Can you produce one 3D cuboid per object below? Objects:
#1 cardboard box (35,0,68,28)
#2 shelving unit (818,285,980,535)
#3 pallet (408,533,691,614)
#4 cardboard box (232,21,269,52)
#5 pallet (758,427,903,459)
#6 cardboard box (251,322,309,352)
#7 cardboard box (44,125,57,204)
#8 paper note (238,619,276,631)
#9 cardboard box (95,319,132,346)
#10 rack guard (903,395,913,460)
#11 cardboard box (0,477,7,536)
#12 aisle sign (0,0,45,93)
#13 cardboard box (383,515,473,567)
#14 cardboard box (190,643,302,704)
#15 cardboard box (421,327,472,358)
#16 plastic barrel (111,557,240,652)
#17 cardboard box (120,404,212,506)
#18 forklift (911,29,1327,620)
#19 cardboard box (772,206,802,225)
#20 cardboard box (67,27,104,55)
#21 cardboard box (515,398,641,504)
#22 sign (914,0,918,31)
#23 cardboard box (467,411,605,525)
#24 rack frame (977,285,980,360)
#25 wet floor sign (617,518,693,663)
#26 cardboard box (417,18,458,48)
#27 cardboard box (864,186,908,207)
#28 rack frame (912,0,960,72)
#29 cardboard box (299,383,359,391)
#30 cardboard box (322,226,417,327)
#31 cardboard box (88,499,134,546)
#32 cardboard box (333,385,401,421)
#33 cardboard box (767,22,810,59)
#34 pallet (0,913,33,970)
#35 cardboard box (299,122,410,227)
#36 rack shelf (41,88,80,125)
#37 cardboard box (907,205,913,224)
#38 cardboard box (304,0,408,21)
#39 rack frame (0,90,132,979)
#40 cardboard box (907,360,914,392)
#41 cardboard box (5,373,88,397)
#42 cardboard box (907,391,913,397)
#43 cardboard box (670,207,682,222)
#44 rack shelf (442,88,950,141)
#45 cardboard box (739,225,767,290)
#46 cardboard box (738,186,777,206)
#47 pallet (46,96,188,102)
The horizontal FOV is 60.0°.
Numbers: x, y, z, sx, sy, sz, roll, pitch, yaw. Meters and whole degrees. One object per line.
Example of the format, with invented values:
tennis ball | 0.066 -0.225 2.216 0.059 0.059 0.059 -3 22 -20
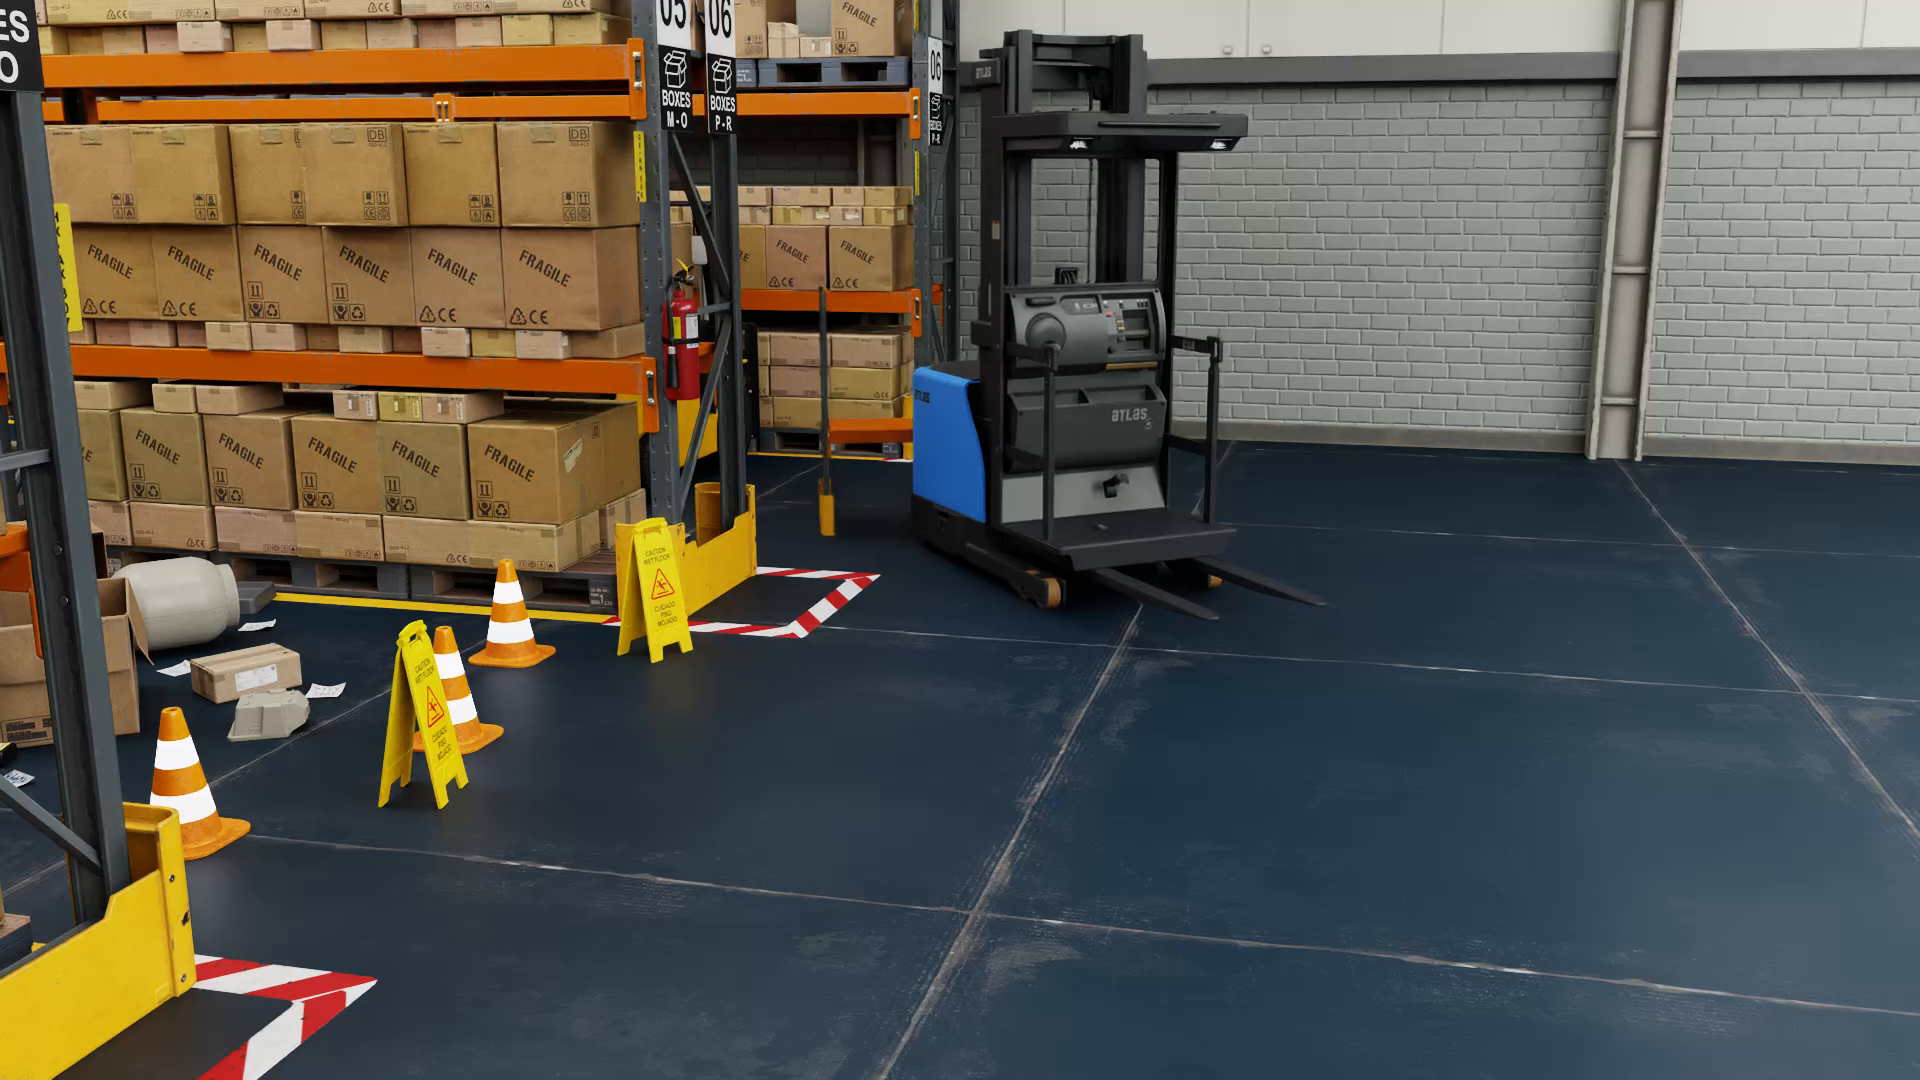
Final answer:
cardboard box | -4.887 -2.831 8.804 0.500 0.250 0.500 3 13 12
shelving unit | -0.360 -0.837 10.544 1.083 1.500 0.587 -1 13 -6
pallet | -2.219 0.140 9.115 1.213 0.211 1.003 3 13 14
cardboard box | -3.505 -2.569 8.542 0.250 0.149 0.380 3 13 14
pallet | -0.932 -0.881 13.719 1.213 0.211 1.003 3 13 14
cardboard box | -3.529 -1.093 8.816 0.250 0.149 0.380 3 13 13
cardboard box | -4.874 -1.989 9.048 0.500 0.500 0.700 3 13 13
paper note | -3.492 0.421 8.265 0.148 0.019 0.142 -1 13 -6
cardboard box | -4.497 -1.159 9.114 0.250 0.149 0.380 3 13 13
rack guard | -0.156 -0.990 13.542 0.348 0.500 1.175 3 13 14
cardboard box | -2.824 -0.205 3.884 0.550 0.550 0.875 3 13 14
aisle sign | -2.312 -1.450 3.843 0.004 0.787 0.394 3 13 14
cardboard box | -2.716 -0.044 8.887 0.500 0.250 0.500 3 13 14
cardboard box | -3.121 0.581 7.272 0.250 0.149 0.380 12 17 43
cardboard box | -2.553 -1.034 8.550 0.250 0.149 0.380 3 13 15
plastic barrel | -3.733 0.301 7.899 0.512 0.421 0.421 -9 15 -35
cardboard box | -4.218 -0.491 9.171 0.500 0.500 0.500 4 13 16
forklift | 0.787 -1.180 8.785 1.130 2.935 3.031 -6 14 -25
cardboard box | -1.314 -2.585 13.231 0.250 0.149 0.380 3 13 13
cardboard box | -4.497 -2.634 8.837 0.250 0.149 0.380 3 13 14
cardboard box | -2.105 -0.498 9.199 0.500 0.500 0.500 3 13 12
sign | -0.323 -3.956 12.354 0.005 0.325 0.100 3 13 14
cardboard box | -2.206 -0.383 8.683 0.500 0.500 0.500 3 13 14
rack frame | 0.154 -0.849 10.599 0.032 1.500 0.500 -1 13 -6
wet floor sign | -1.437 0.217 7.768 0.232 0.644 0.267 8 15 33
cardboard box | -2.508 -2.523 8.336 0.250 0.149 0.380 3 13 14
cardboard box | -0.578 -2.697 13.048 0.250 0.149 0.380 3 13 14
rack frame | -0.180 -5.141 12.628 0.127 3.000 1.000 3 13 14
cardboard box | -5.324 -1.532 14.725 0.625 0.625 0.875 3 13 13
cardboard box | -2.928 -1.386 8.636 0.500 0.500 0.500 3 13 13
cardboard box | -4.741 -0.151 9.366 0.500 0.250 0.500 2 13 11
cardboard box | -3.077 -0.733 8.760 0.250 0.149 0.380 4 13 16
cardboard box | -1.303 -3.857 12.876 0.258 0.266 0.396 3 13 14
pallet | -3.248 1.215 4.271 1.213 0.211 1.003 3 13 14
cardboard box | -2.923 -1.863 8.480 0.500 0.500 0.700 3 13 13
rack shelf | -7.191 -2.592 9.728 4.000 0.370 1.077 3 13 14
cardboard box | -0.447 -2.649 13.521 0.250 0.149 0.380 3 13 12
cardboard box | -2.920 -2.726 8.331 0.500 0.250 0.500 3 13 15
rack frame | -2.453 -0.122 3.856 0.127 3.000 1.000 3 13 14
cardboard box | -0.586 -1.387 13.782 0.500 0.250 0.500 3 13 15
cardboard box | -8.409 -1.588 15.269 0.500 0.500 0.500 3 13 15
cardboard box | -0.610 -1.141 13.830 0.500 0.250 0.500 3 13 14
cardboard box | -2.320 -2.629 13.427 0.250 0.149 0.380 3 13 12
rack shelf | -2.121 -3.429 13.498 4.000 0.370 1.077 3 13 14
cardboard box | -1.719 -2.286 13.382 0.500 0.500 0.500 3 13 12
cardboard box | -1.589 -2.730 13.196 0.250 0.149 0.380 3 13 15
pallet | -7.266 -3.983 14.770 1.003 0.211 1.213 4 13 16
